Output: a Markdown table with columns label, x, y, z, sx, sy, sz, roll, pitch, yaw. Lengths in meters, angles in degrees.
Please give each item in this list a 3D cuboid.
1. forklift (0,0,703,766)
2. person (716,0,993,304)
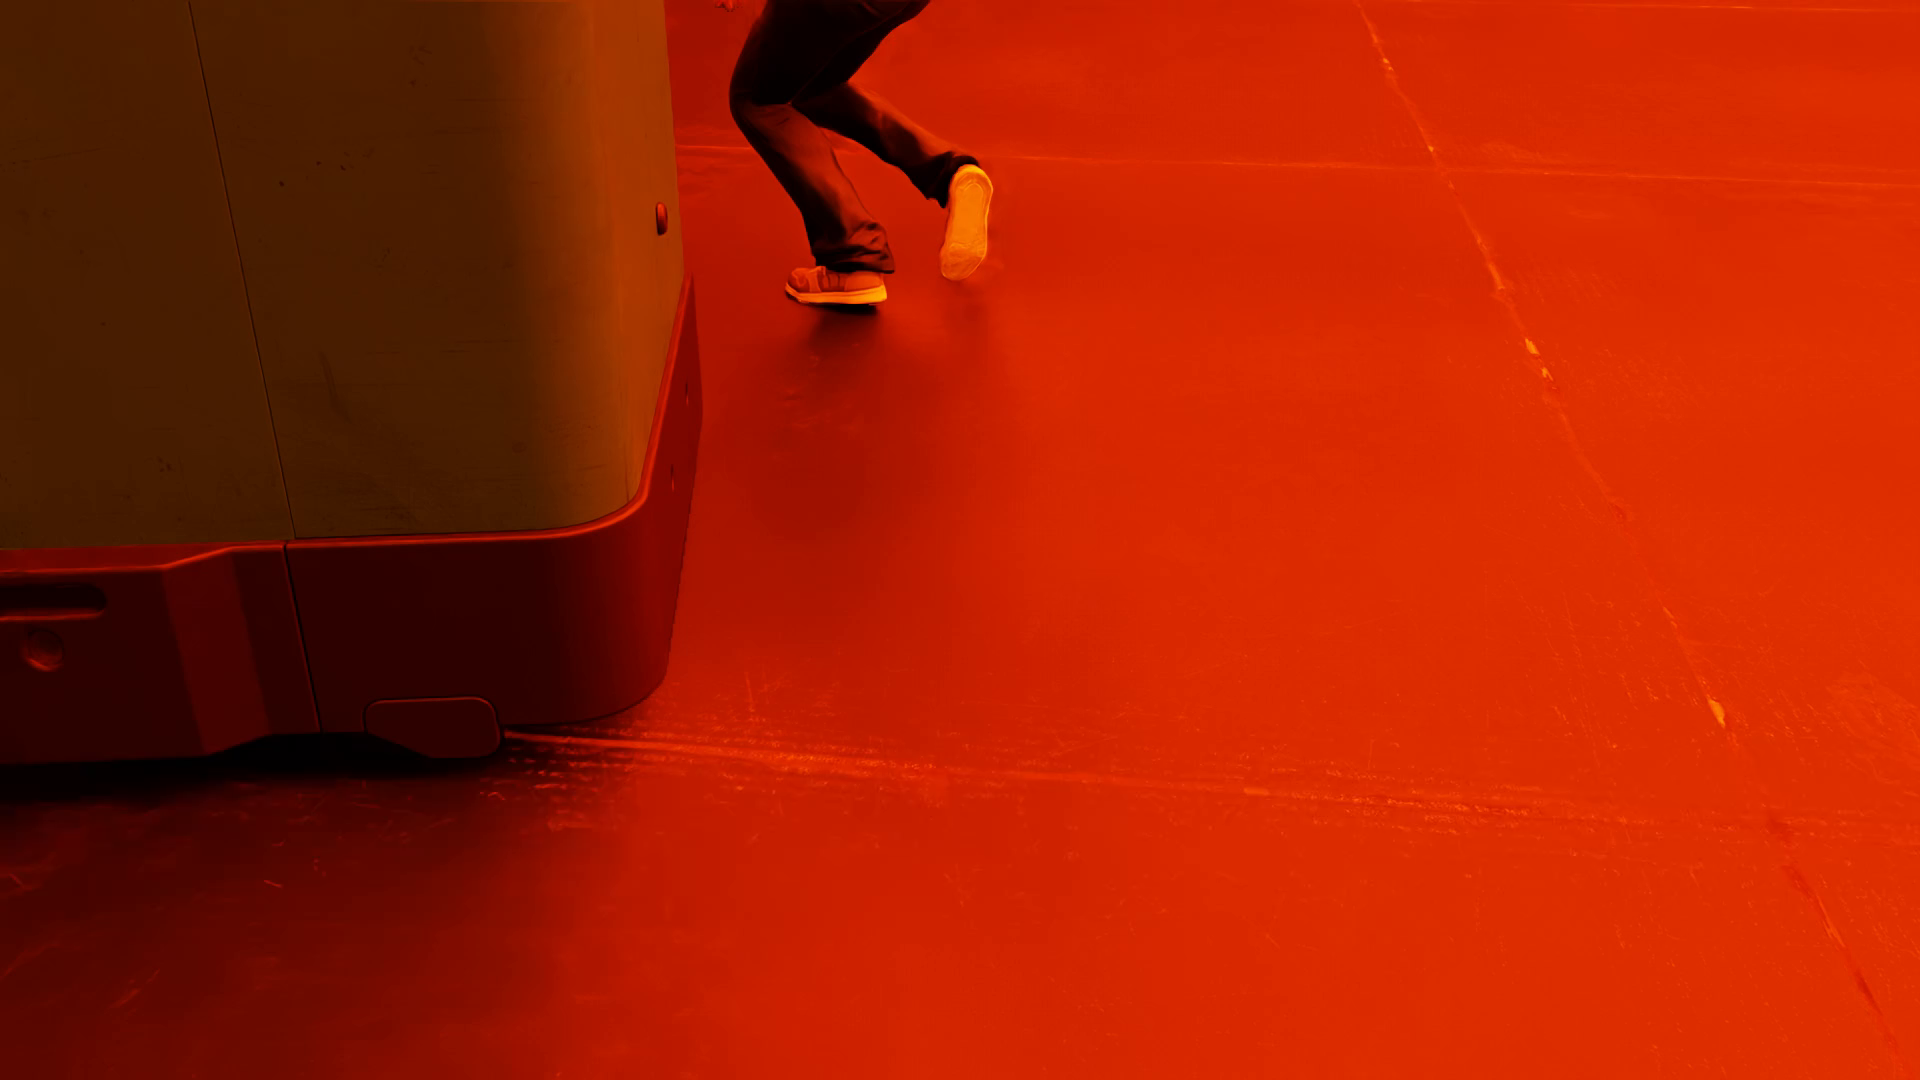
| label | x | y | z | sx | sy | sz | roll | pitch | yaw |
| --- | --- | --- | --- | --- | --- | --- | --- | --- | --- |
| forklift | -1.903 | -1.217 | 1.657 | 3.031 | 2.935 | 1.130 | -2 | 27 | -4 |
| person | -0.193 | -1.175 | 3.312 | 0.524 | 1.403 | 0.773 | 8 | 28 | 15 |
